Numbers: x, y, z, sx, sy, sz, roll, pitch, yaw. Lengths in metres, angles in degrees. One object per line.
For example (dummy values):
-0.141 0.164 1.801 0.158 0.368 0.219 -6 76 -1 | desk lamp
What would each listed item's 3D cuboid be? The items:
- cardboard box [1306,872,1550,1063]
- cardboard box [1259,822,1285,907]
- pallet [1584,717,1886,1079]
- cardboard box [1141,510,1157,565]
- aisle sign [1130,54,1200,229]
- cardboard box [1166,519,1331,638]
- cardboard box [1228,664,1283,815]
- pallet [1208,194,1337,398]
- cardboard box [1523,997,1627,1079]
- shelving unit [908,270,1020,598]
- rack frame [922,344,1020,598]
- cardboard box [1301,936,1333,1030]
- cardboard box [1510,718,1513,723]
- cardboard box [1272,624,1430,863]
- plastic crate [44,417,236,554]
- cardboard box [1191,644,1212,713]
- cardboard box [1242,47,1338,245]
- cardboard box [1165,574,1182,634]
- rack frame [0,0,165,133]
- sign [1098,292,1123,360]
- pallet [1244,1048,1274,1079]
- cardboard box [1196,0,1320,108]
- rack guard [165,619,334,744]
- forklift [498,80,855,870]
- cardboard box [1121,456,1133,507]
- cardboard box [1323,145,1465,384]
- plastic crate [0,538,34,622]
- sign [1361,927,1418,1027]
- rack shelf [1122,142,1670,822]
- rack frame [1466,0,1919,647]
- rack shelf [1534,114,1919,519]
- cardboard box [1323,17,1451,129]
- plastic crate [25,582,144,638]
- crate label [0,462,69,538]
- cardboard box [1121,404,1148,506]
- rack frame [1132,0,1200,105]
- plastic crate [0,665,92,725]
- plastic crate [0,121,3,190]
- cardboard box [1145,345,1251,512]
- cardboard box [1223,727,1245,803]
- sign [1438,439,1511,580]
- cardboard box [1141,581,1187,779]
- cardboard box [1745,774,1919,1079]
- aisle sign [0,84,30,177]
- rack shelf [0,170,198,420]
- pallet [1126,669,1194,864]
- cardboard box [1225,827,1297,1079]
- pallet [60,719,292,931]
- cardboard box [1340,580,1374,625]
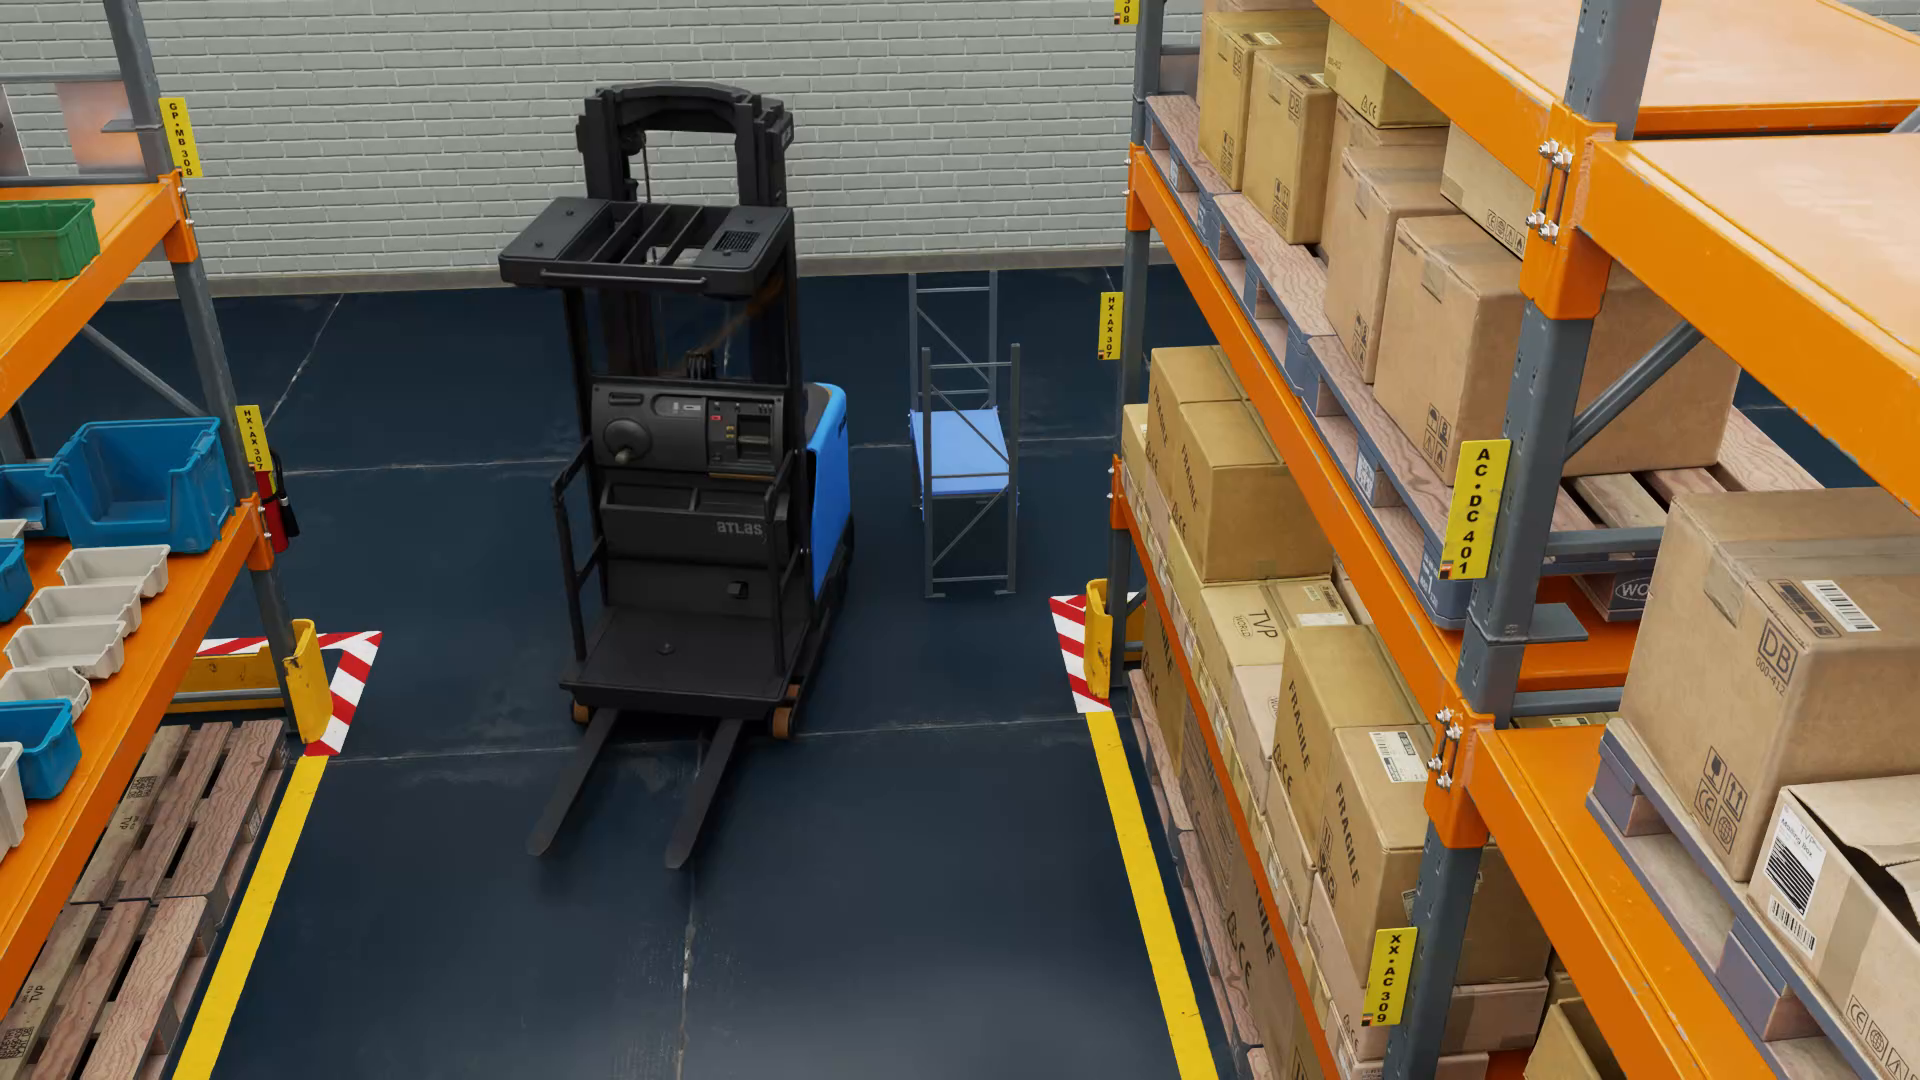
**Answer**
1.306 1.181 4.704 0.500 0.250 0.500 -3 31 -6 | cardboard box
1.182 1.031 5.344 0.380 0.149 0.250 -2 31 -4 | cardboard box
1.743 0.717 2.886 0.805 0.209 1.217 -4 31 -7 | pallet
0.989 -0.018 7.101 0.380 0.149 0.250 -3 31 -6 | cardboard box
0.929 -1.723 7.176 0.394 0.787 0.004 -3 31 -5 | aisle sign
1.109 0.131 6.461 0.500 0.250 0.500 -4 31 -6 | cardboard box
1.207 0.656 5.583 0.500 0.250 0.500 -2 31 -4 | cardboard box
1.432 -0.832 5.380 1.003 0.211 1.213 -3 31 -5 | pallet
1.676 1.309 3.558 0.797 0.503 0.637 -4 31 -6 | cardboard box
0.008 -0.600 9.293 0.538 1.500 1.048 -3 31 -5 | shelving unit
0.055 -0.341 8.858 0.500 1.500 0.032 -3 31 -5 | rack frame
1.229 1.293 4.905 0.380 0.149 0.250 -2 31 -4 | cardboard box
1.780 0.563 5.007 0.500 0.500 0.500 -3 31 -5 | cardboard box
1.257 0.594 4.956 0.500 0.500 0.500 -2 31 -4 | cardboard box
-3.479 -0.227 7.112 0.616 0.435 0.499 -3 31 -5 | plastic crate
1.084 0.505 6.225 0.380 0.149 0.250 -4 31 -6 | cardboard box
1.366 -1.321 5.508 0.700 0.500 0.500 -5 31 -8 | cardboard box
1.037 0.244 6.661 0.380 0.149 0.250 -3 31 -6 | cardboard box
-3.697 -2.923 5.869 1.000 3.000 0.127 -3 31 -5 | rack frame
0.682 -0.967 7.523 0.100 0.325 0.005 -3 31 -5 | sign
1.615 2.262 5.757 1.003 0.211 1.213 -3 31 -5 | pallet
1.337 -1.876 6.436 0.700 0.500 0.500 -5 31 -8 | cardboard box
-3.712 0.714 8.068 1.175 0.500 0.348 -3 31 -5 | rack guard
-1.314 -0.475 7.687 1.130 2.935 3.031 4 31 7 | forklift
0.939 -0.280 7.539 0.380 0.149 0.250 -2 31 -4 | cardboard box
1.430 -0.768 4.582 0.700 0.500 0.500 -1 31 -2 | cardboard box
-3.940 0.176 6.635 0.416 0.233 0.300 -3 31 -5 | plastic crate
1.056 1.079 4.098 0.100 0.325 0.005 -3 31 -5 | sign
1.422 -0.543 5.511 1.077 0.370 4.000 -3 31 -5 | rack shelf
1.608 -1.118 2.847 1.000 3.000 0.127 -3 31 -5 | rack frame
1.795 0.383 1.425 1.077 0.370 4.000 -3 31 -5 | rack shelf
1.413 -1.429 4.957 0.500 0.250 0.500 -4 31 -6 | cardboard box
-3.427 0.296 6.528 0.396 0.136 0.243 -3 31 -5 | plastic crate
-4.001 -0.160 7.198 0.416 0.233 0.303 -3 31 -5 | crate label
1.011 -0.390 7.335 0.500 0.250 0.500 -4 31 -6 | cardboard box
1.235 -3.161 6.266 1.000 3.000 0.127 -3 31 -5 | rack frame
-3.331 0.587 6.041 0.298 0.136 0.250 -3 31 -5 | plastic crate
-3.938 -1.369 6.320 0.497 0.269 0.590 -3 31 -5 | plastic crate
1.057 -0.457 6.715 0.500 0.500 0.500 -3 31 -6 | cardboard box
1.133 0.769 5.783 0.380 0.149 0.250 -3 31 -5 | cardboard box
1.056 -0.059 3.418 0.100 0.325 0.005 -3 31 -5 | sign
1.374 0.470 7.701 0.875 0.875 0.875 -3 31 -5 | cardboard box
1.621 0.592 2.587 0.500 0.311 0.500 -4 31 -6 | cardboard box
-3.999 -1.486 6.779 0.394 0.787 0.004 -3 31 -5 | aisle sign
-3.510 -0.306 5.113 1.077 0.370 4.000 -3 31 -5 | rack shelf
1.387 1.017 7.843 1.003 0.211 1.213 -3 31 -5 | pallet
1.542 1.389 6.163 0.875 0.875 0.875 -3 31 -5 | cardboard box
-3.658 1.272 7.414 1.003 0.211 1.213 -3 31 -5 | pallet
1.692 0.371 6.060 0.500 0.250 0.500 -3 31 -4 | cardboard box
